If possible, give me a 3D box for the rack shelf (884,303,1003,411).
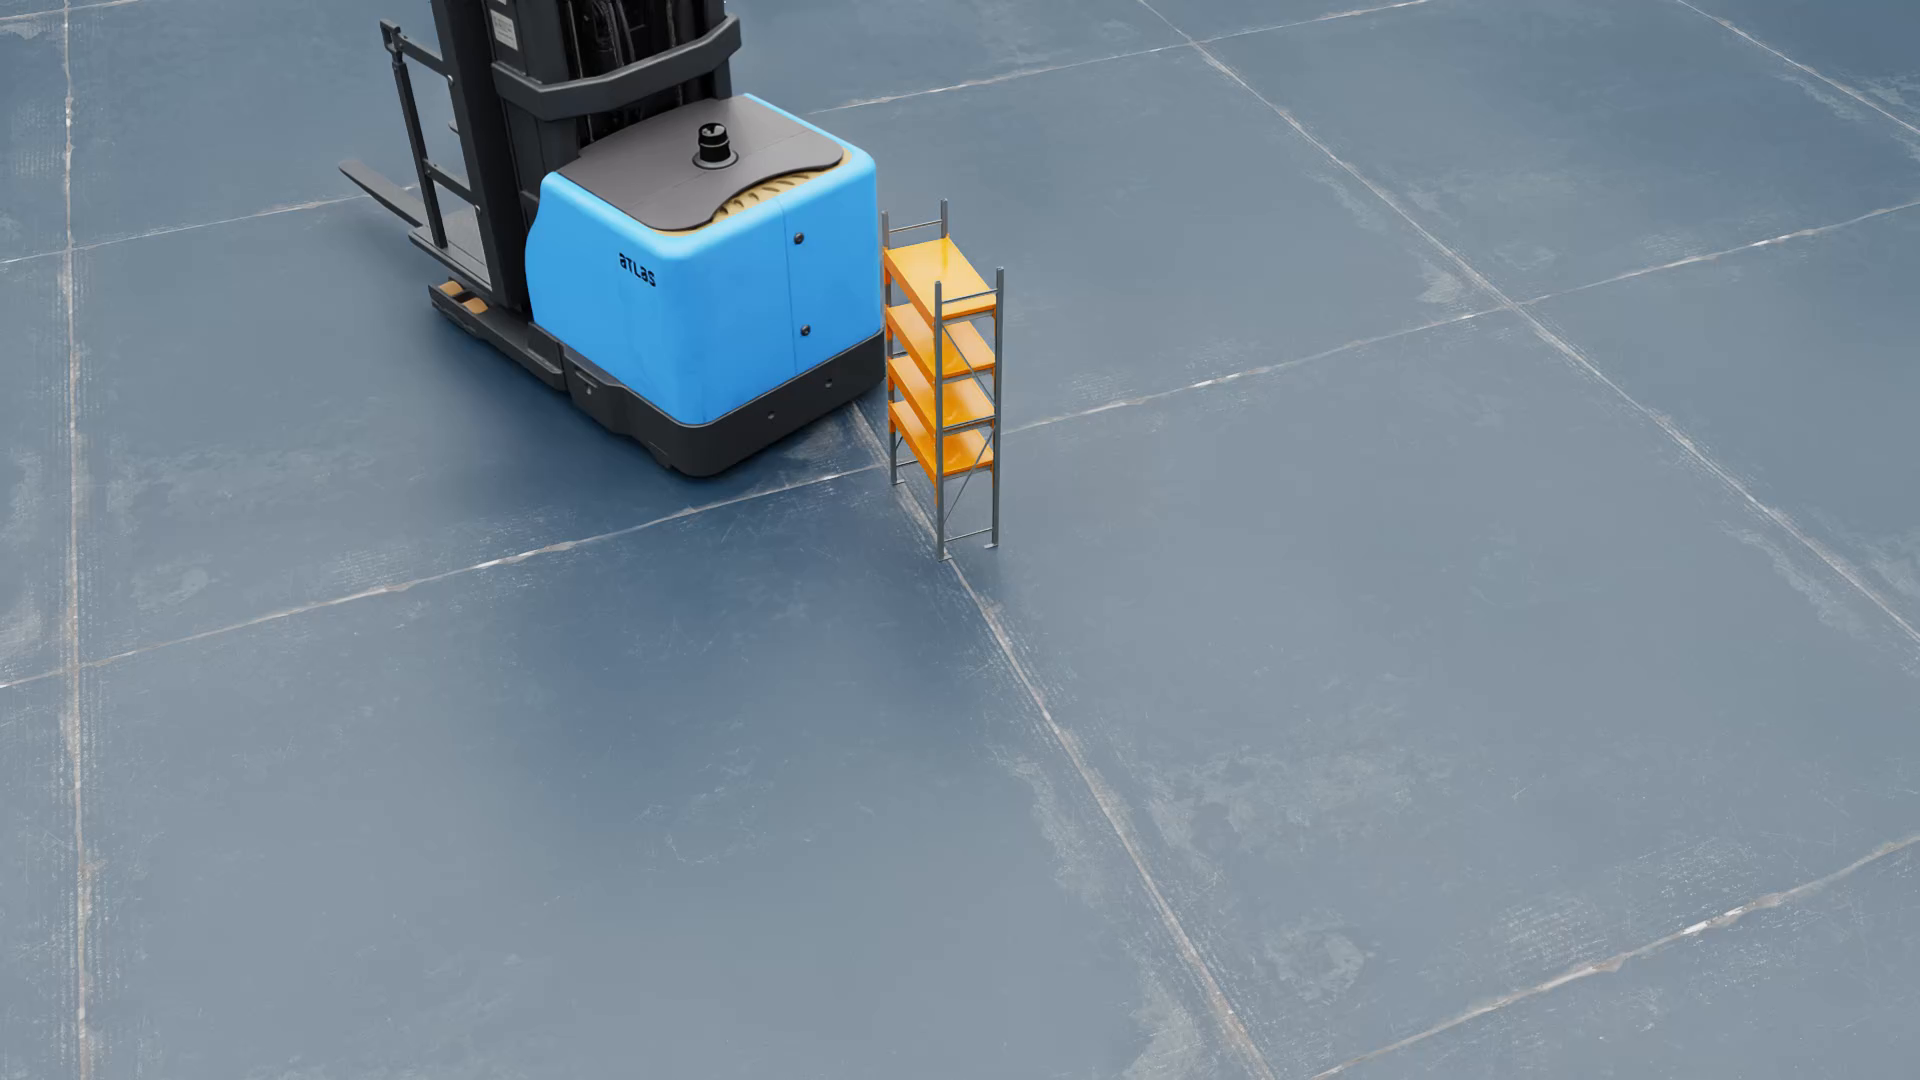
[{"bbox_3d":[-0.063,-0.673,5.873,0.258,0.148,0.480,-15,43,-17],"label":"rack shelf"}]

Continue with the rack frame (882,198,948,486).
[{"bbox_3d":[-0.157,-0.702,6.146,0.240,1.200,0.015,-15,43,-17],"label":"rack frame"}]

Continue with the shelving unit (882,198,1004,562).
[{"bbox_3d":[-0.063,-0.555,5.975,0.258,1.200,0.503,-15,43,-17],"label":"shelving unit"}]

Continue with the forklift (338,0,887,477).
[{"bbox_3d":[-1.700,-2.213,6.576,1.130,2.935,3.031,-33,50,-32],"label":"forklift"}]

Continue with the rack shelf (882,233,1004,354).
[{"bbox_3d":[-0.063,-0.853,5.719,0.258,0.148,0.480,-15,43,-17],"label":"rack shelf"}]

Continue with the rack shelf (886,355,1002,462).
[{"bbox_3d":[-0.063,-0.504,6.019,0.258,0.148,0.480,-15,43,-17],"label":"rack shelf"}]

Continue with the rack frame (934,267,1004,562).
[{"bbox_3d":[0.030,-0.408,5.804,0.240,1.200,0.015,-15,43,-17],"label":"rack frame"}]

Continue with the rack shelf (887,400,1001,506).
[{"bbox_3d":[-0.063,-0.353,6.148,0.258,0.148,0.480,-15,43,-17],"label":"rack shelf"}]
